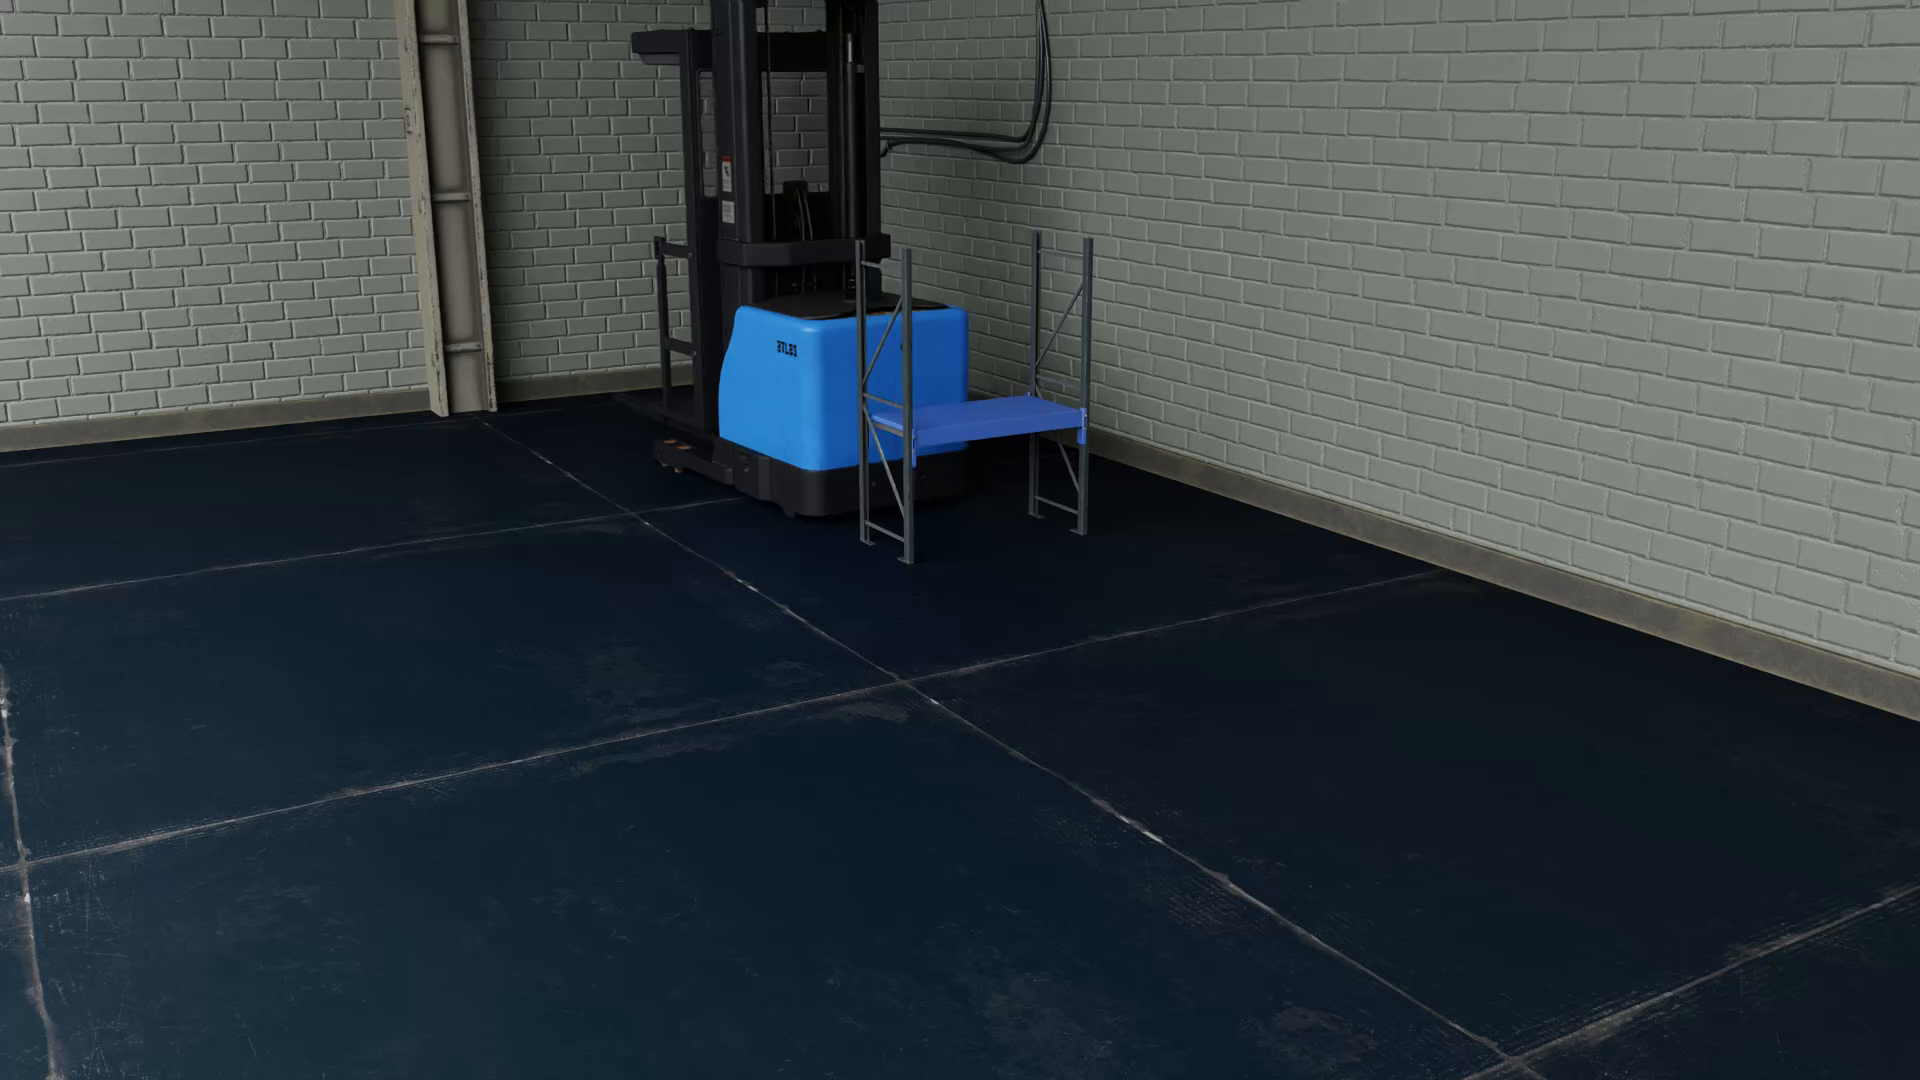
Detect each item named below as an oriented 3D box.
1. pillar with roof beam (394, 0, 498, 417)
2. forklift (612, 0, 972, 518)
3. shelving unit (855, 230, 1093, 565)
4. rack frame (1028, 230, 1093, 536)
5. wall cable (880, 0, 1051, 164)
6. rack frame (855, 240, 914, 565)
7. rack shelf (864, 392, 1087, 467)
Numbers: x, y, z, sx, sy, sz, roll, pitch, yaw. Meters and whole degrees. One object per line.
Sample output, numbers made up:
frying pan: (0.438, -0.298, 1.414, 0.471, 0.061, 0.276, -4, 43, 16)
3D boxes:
pillar with roof beam: (-1.261, -4.249, 6.894, 0.400, 9.000, 9.100, -9, 18, -30)
forklift: (-1.178, -1.868, 9.645, 1.130, 2.935, 3.031, -10, 19, -33)
shelving unit: (0.073, -0.734, 8.250, 1.048, 1.500, 0.538, -9, 18, -30)
rack frame: (0.509, -0.805, 8.502, 0.032, 1.500, 0.500, -9, 18, -30)
wall cable: (-0.272, -3.853, 11.236, 0.112, 2.526, 3.097, -9, 18, -30)
rack frame: (-0.363, -0.663, 7.998, 0.032, 1.500, 0.500, -9, 18, -30)
rack shelf: (0.073, -0.561, 8.298, 1.000, 0.185, 0.538, -9, 18, -30)
